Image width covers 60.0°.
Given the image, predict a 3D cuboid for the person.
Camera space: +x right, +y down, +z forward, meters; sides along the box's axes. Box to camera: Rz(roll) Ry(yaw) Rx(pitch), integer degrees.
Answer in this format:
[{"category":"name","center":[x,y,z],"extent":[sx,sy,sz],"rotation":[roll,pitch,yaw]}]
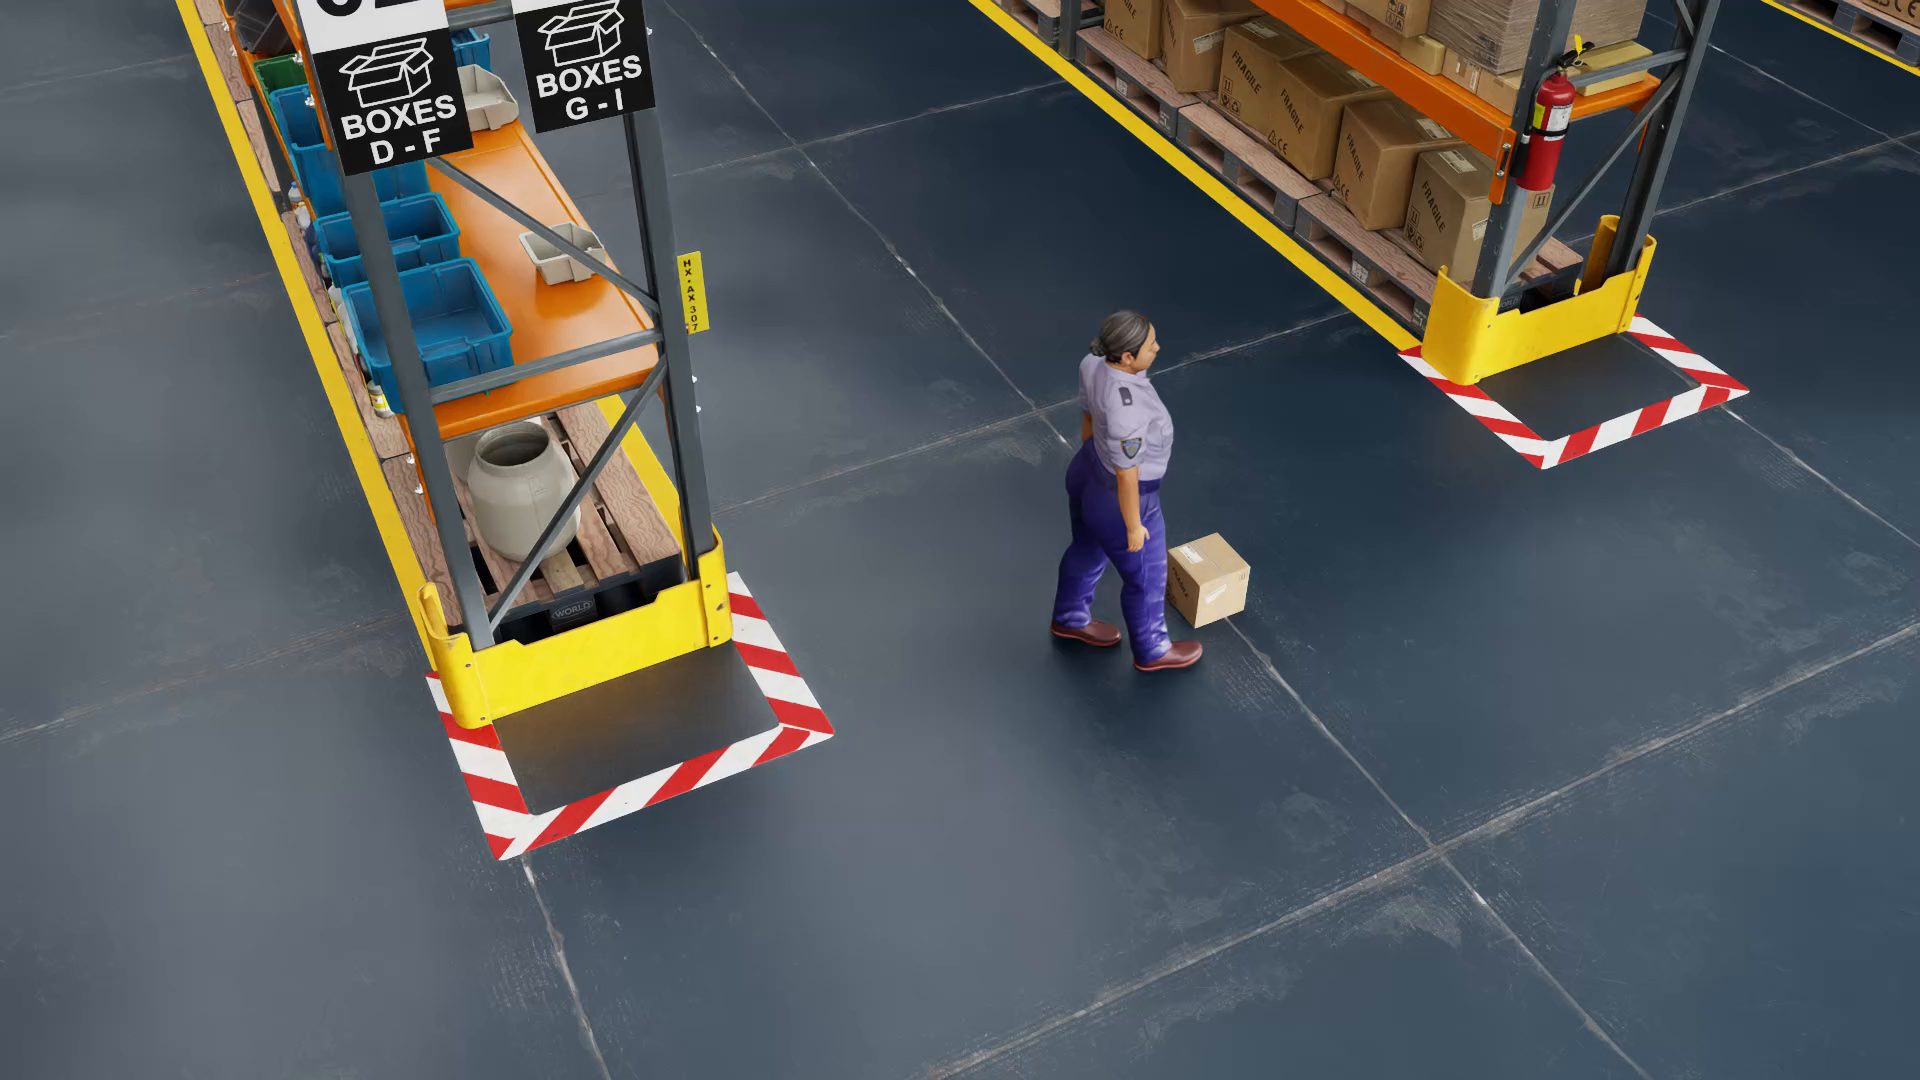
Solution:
[{"category":"person","center":[0.682,-0.190,6.390],"extent":[0.572,1.629,0.479],"rotation":[-10,42,-11]}]
